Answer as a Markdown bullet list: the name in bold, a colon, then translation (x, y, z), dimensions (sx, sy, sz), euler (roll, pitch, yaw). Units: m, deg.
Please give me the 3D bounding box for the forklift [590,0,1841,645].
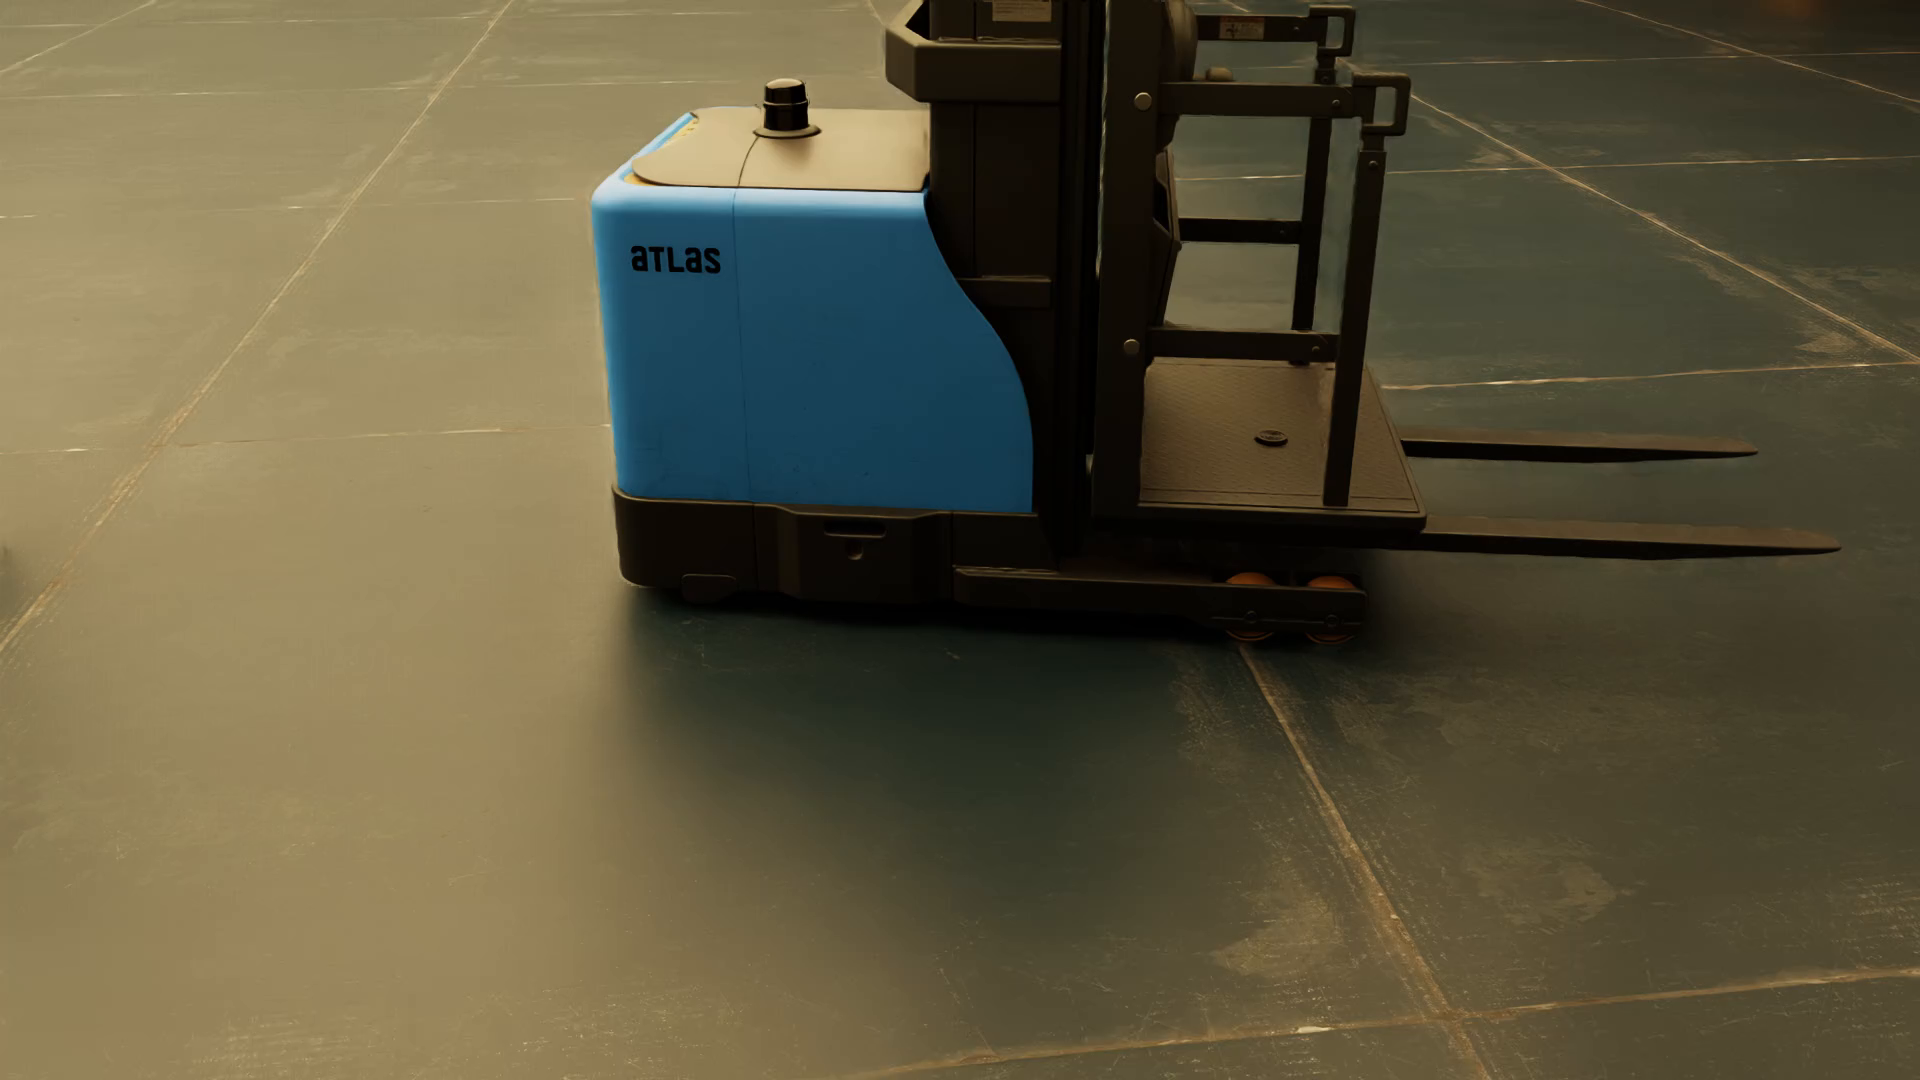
- **forklift**: translation (0.674, -1.306, 3.939), dimensions (3.031, 2.935, 1.130), euler (2, 26, 5)
